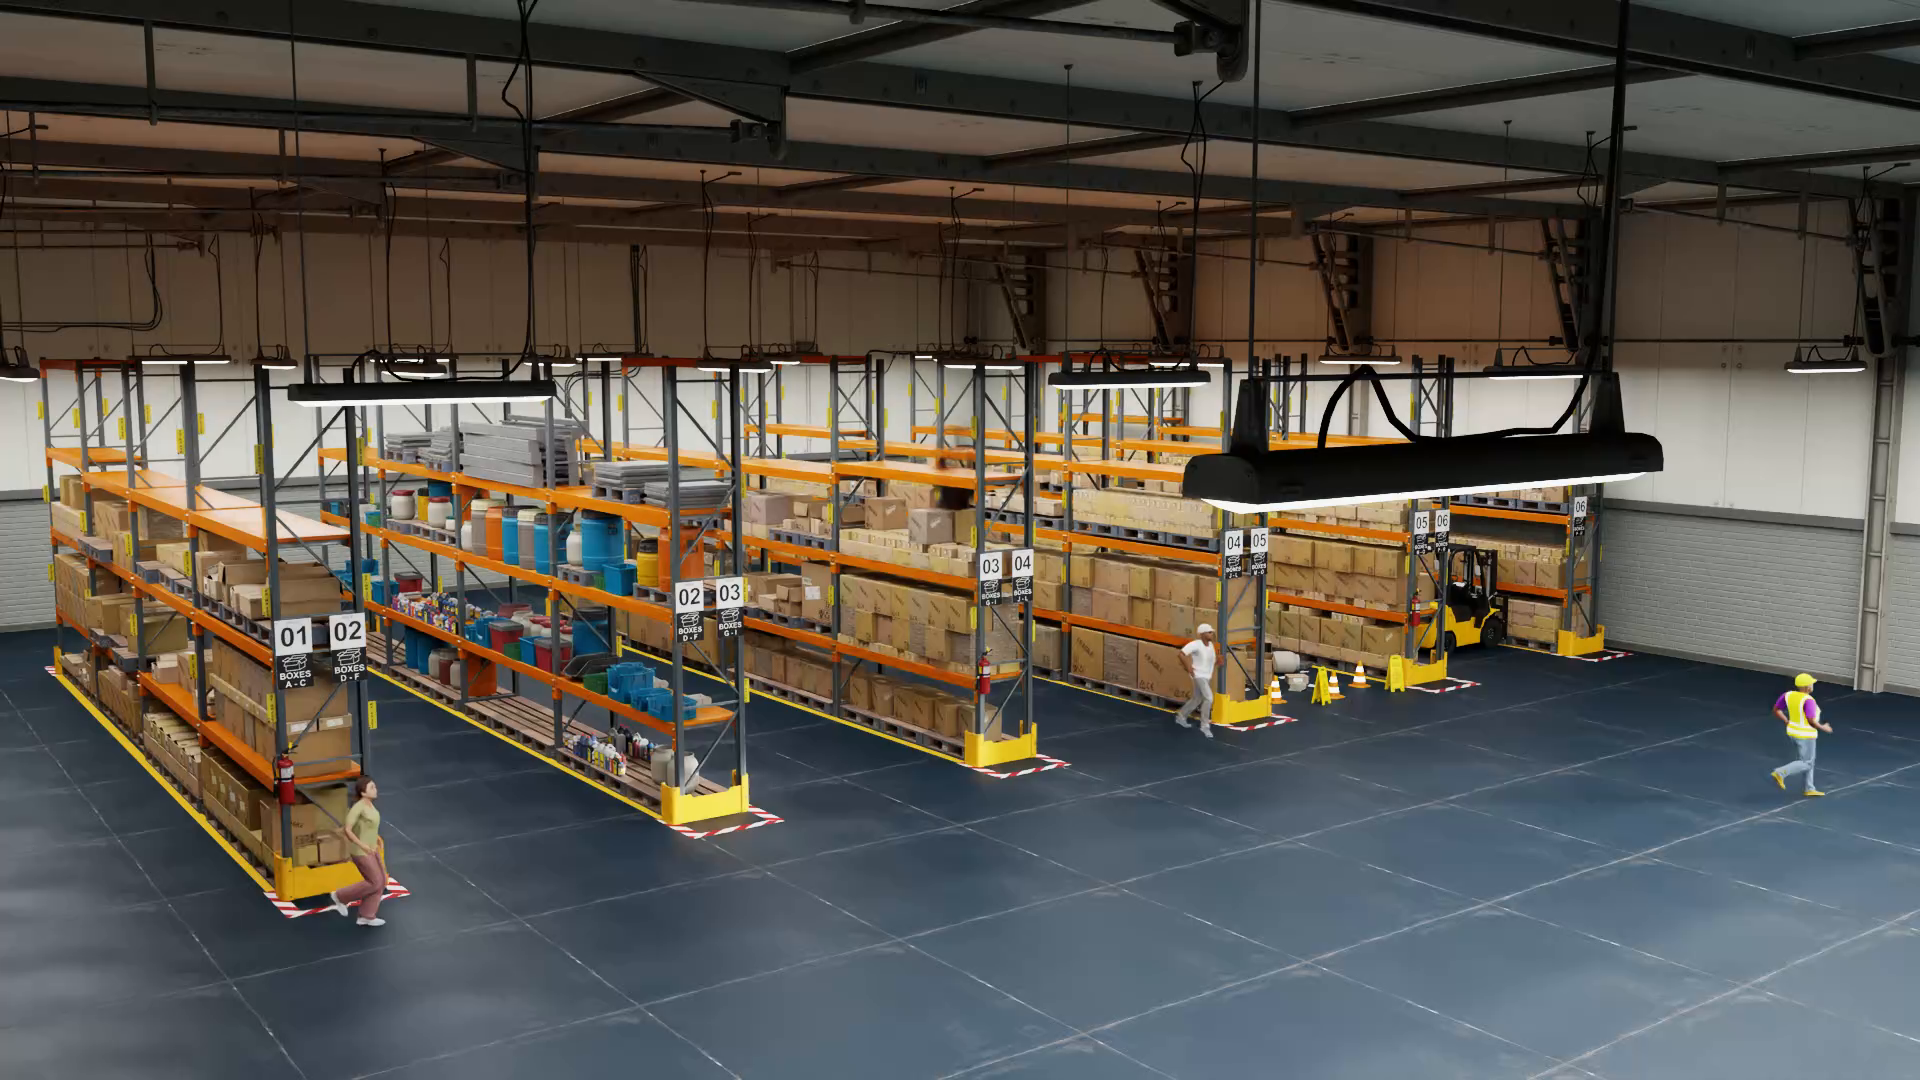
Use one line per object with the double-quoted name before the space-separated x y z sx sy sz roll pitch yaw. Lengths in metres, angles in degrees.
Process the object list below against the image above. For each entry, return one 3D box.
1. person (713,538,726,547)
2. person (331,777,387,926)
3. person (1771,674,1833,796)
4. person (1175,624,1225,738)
"person" -6.105 0.580 41.181 0.865 1.603 0.769 6 9 42
"person" -6.531 3.379 18.029 0.562 1.632 0.576 -1 7 -6
"person" 11.627 2.715 23.032 0.868 1.751 0.697 -1 7 -7
"person" 3.894 2.247 26.930 0.803 1.799 0.703 5 8 34
